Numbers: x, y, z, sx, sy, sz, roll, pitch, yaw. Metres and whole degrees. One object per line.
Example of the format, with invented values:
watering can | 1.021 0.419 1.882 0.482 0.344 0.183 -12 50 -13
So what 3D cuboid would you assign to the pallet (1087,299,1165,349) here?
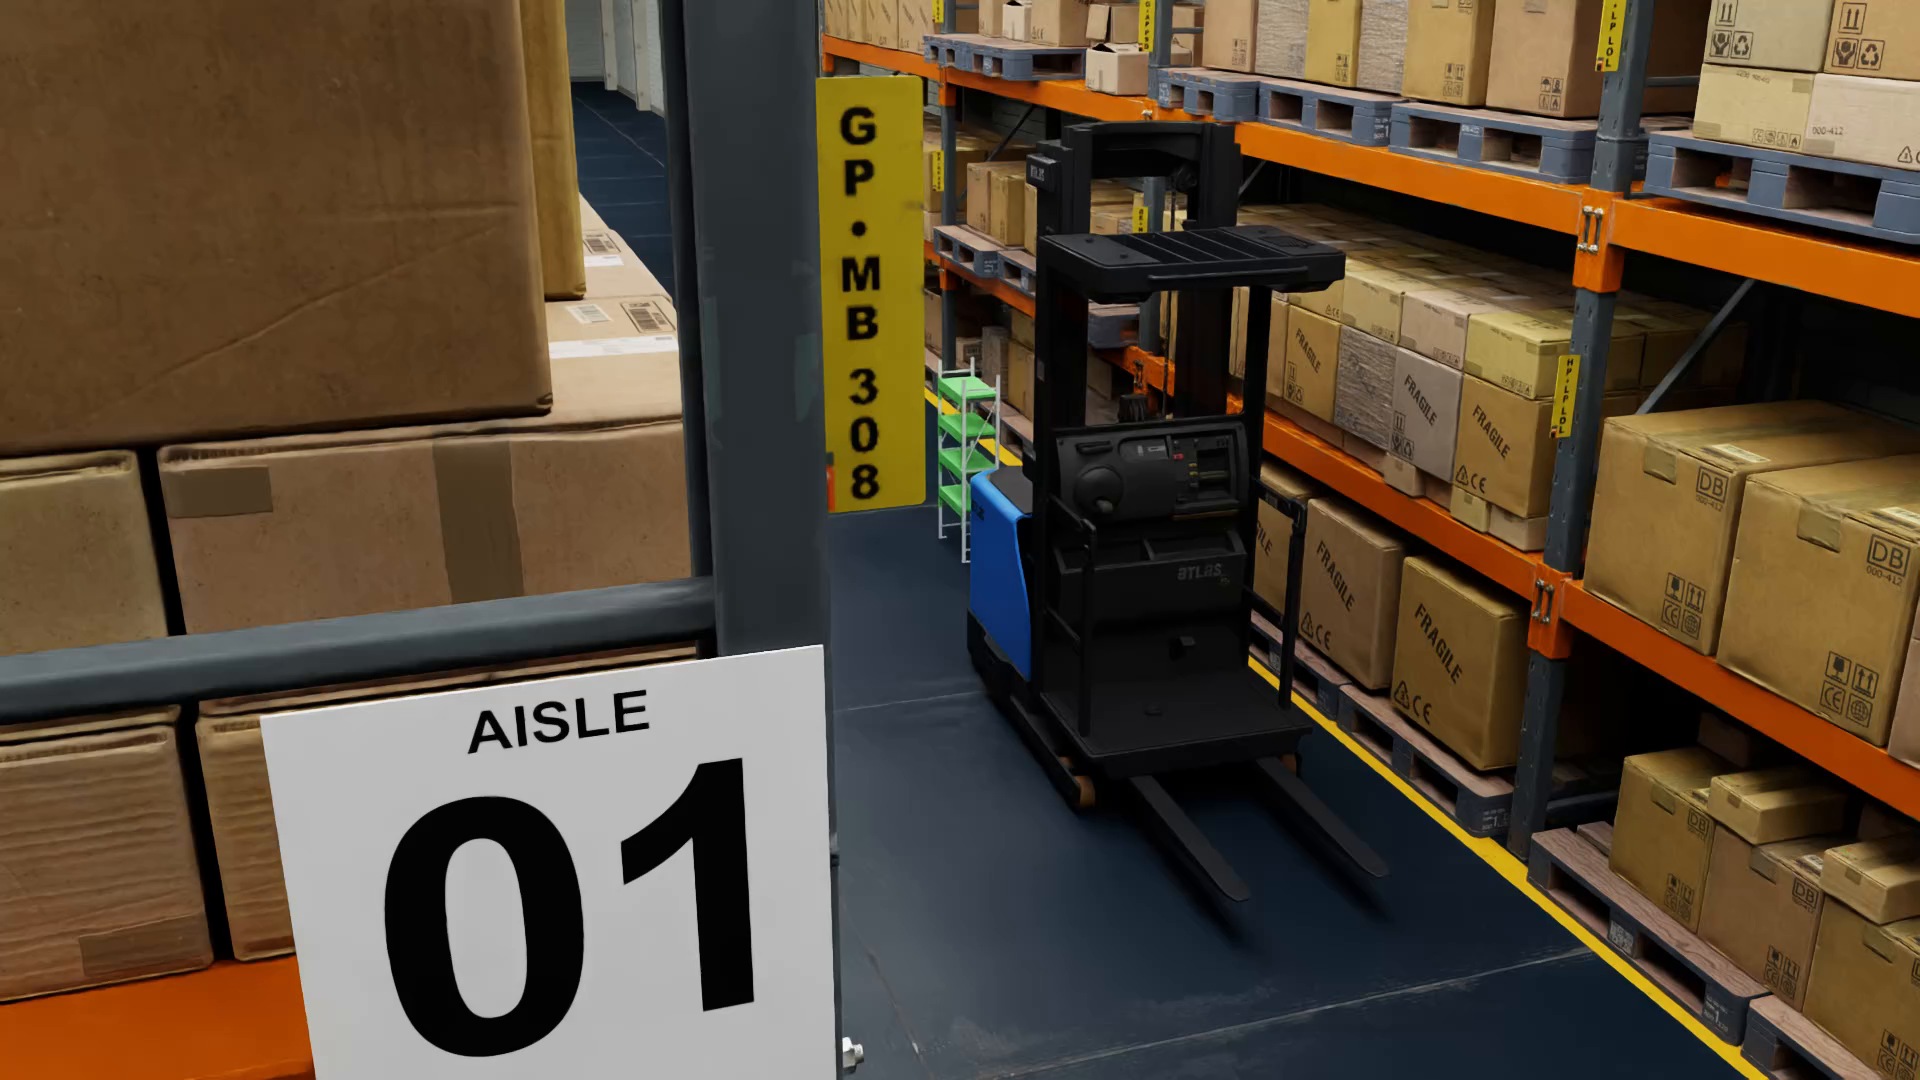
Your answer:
pallet | 1.272 -1.519 10.991 1.213 0.211 1.003 -6 21 -17

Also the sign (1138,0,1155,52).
sign | 1.081 -2.989 9.600 0.100 0.325 0.005 -6 21 -17

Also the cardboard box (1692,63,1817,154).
cardboard box | 2.821 -1.444 5.514 0.500 0.250 0.500 -6 21 -17

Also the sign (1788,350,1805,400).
sign | 3.380 -0.612 6.785 0.100 0.325 0.005 -6 21 -17

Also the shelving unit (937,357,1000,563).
shelving unit | 0.052 -0.512 10.566 0.258 1.200 0.503 -6 21 -17

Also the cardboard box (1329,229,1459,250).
cardboard box | 2.303 -1.491 8.904 0.500 0.250 0.500 -7 21 -19

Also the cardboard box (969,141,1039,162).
cardboard box | 0.390 -3.140 14.304 0.500 0.500 0.500 -7 21 -18

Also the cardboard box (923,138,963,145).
cardboard box | -0.265 -3.245 14.597 0.500 0.500 0.500 -7 21 -18

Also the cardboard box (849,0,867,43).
cardboard box | -0.748 -4.951 15.647 0.500 0.500 0.500 -5 20 -15

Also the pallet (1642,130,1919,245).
pallet | 3.101 -1.214 5.553 1.003 0.211 1.213 -6 21 -17

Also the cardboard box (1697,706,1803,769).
cardboard box | 3.135 0.749 6.511 0.380 0.149 0.250 -7 21 -18

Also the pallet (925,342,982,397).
pallet | 0.095 -1.575 14.988 1.003 0.211 1.213 -6 21 -17

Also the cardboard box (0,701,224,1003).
cardboard box | -1.002 0.225 1.636 0.500 0.250 0.500 -6 21 -17

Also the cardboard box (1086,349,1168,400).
cardboard box | 1.201 -1.190 11.730 0.500 0.250 0.500 -6 21 -16

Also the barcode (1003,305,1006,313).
barcode | 0.398 -2.055 14.774 0.001 0.075 0.075 -6 21 -17

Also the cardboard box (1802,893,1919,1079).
cardboard box | 3.306 1.448 5.523 0.700 0.500 0.500 -6 21 -16

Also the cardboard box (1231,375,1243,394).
cardboard box | 1.751 -0.909 9.351 0.380 0.149 0.250 -7 21 -18

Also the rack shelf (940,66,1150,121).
rack shelf | 0.968 -3.106 11.755 1.077 0.370 4.000 -6 21 -17

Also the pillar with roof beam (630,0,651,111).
pillar with roof beam | -11.507 -13.894 36.286 9.100 9.000 0.400 -6 21 -17

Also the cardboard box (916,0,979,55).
cardboard box | -0.055 -4.280 13.780 0.500 0.500 0.500 -6 21 -16

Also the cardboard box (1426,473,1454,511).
cardboard box | 2.339 -0.244 7.500 0.380 0.149 0.250 -6 21 -16

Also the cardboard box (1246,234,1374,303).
cardboard box | 1.825 -1.435 8.748 0.500 0.250 0.500 -6 21 -17

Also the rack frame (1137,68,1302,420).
rack frame | 1.597 -1.391 10.353 1.000 3.000 0.127 -6 21 -17

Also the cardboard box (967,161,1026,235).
cardboard box | 0.467 -2.762 13.371 0.700 0.500 0.500 -6 21 -17

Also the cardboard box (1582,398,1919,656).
cardboard box | 3.009 -0.073 6.239 0.980 0.700 0.700 -6 21 -16

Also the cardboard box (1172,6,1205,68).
cardboard box | 1.589 -3.115 10.537 0.500 0.500 0.500 -6 21 -17

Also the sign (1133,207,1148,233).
sign | 1.085 -1.838 10.002 0.100 0.325 0.005 -6 21 -17

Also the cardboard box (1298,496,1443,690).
cardboard box | 2.244 0.227 8.407 0.750 0.750 0.750 -6 21 -16

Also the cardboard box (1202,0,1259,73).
cardboard box | 1.801 -2.911 9.347 0.700 0.500 0.500 -8 21 -21

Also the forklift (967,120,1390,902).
forklift | 0.949 -0.304 7.427 1.130 2.935 3.031 -6 21 -16

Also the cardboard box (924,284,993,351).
cardboard box | -0.025 -2.035 15.191 0.500 0.500 0.500 -8 21 -21

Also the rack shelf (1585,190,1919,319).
rack shelf | 3.483 -0.539 4.607 1.077 0.370 4.000 -6 21 -17

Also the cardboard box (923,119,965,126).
cardboard box | -0.252 -3.794 16.124 0.500 0.500 0.500 -7 21 -19

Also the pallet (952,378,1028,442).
pallet | 0.586 -1.113 13.703 1.003 0.211 1.213 -6 21 -17

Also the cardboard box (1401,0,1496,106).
cardboard box | 2.445 -2.239 7.478 0.700 0.500 0.500 -7 21 -18

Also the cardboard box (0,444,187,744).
cardboard box | -0.994 -0.011 1.554 0.500 0.250 0.500 -6 21 -17

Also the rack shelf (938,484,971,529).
rack shelf | 0.052 -0.226 10.669 0.258 0.148 0.480 -6 21 -17

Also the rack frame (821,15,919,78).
rack frame | -0.918 -3.959 17.501 1.000 3.000 0.127 -6 21 -17

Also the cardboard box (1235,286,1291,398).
cardboard box | 1.817 -1.076 8.859 0.500 0.500 0.500 -6 21 -17

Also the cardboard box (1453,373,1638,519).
cardboard box | 2.470 -0.426 7.047 0.500 0.500 0.500 -7 21 -18

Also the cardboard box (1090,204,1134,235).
cardboard box | 1.238 -1.972 11.170 0.700 0.500 0.500 -8 21 -22

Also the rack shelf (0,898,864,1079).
rack shelf | -1.219 -0.012 3.138 1.077 0.370 4.000 -6 21 -17

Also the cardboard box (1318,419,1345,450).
cardboard box | 2.049 -0.576 8.426 0.380 0.149 0.250 -6 21 -15

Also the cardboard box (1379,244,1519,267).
cardboard box | 2.464 -1.328 8.449 0.500 0.250 0.500 -7 21 -18
